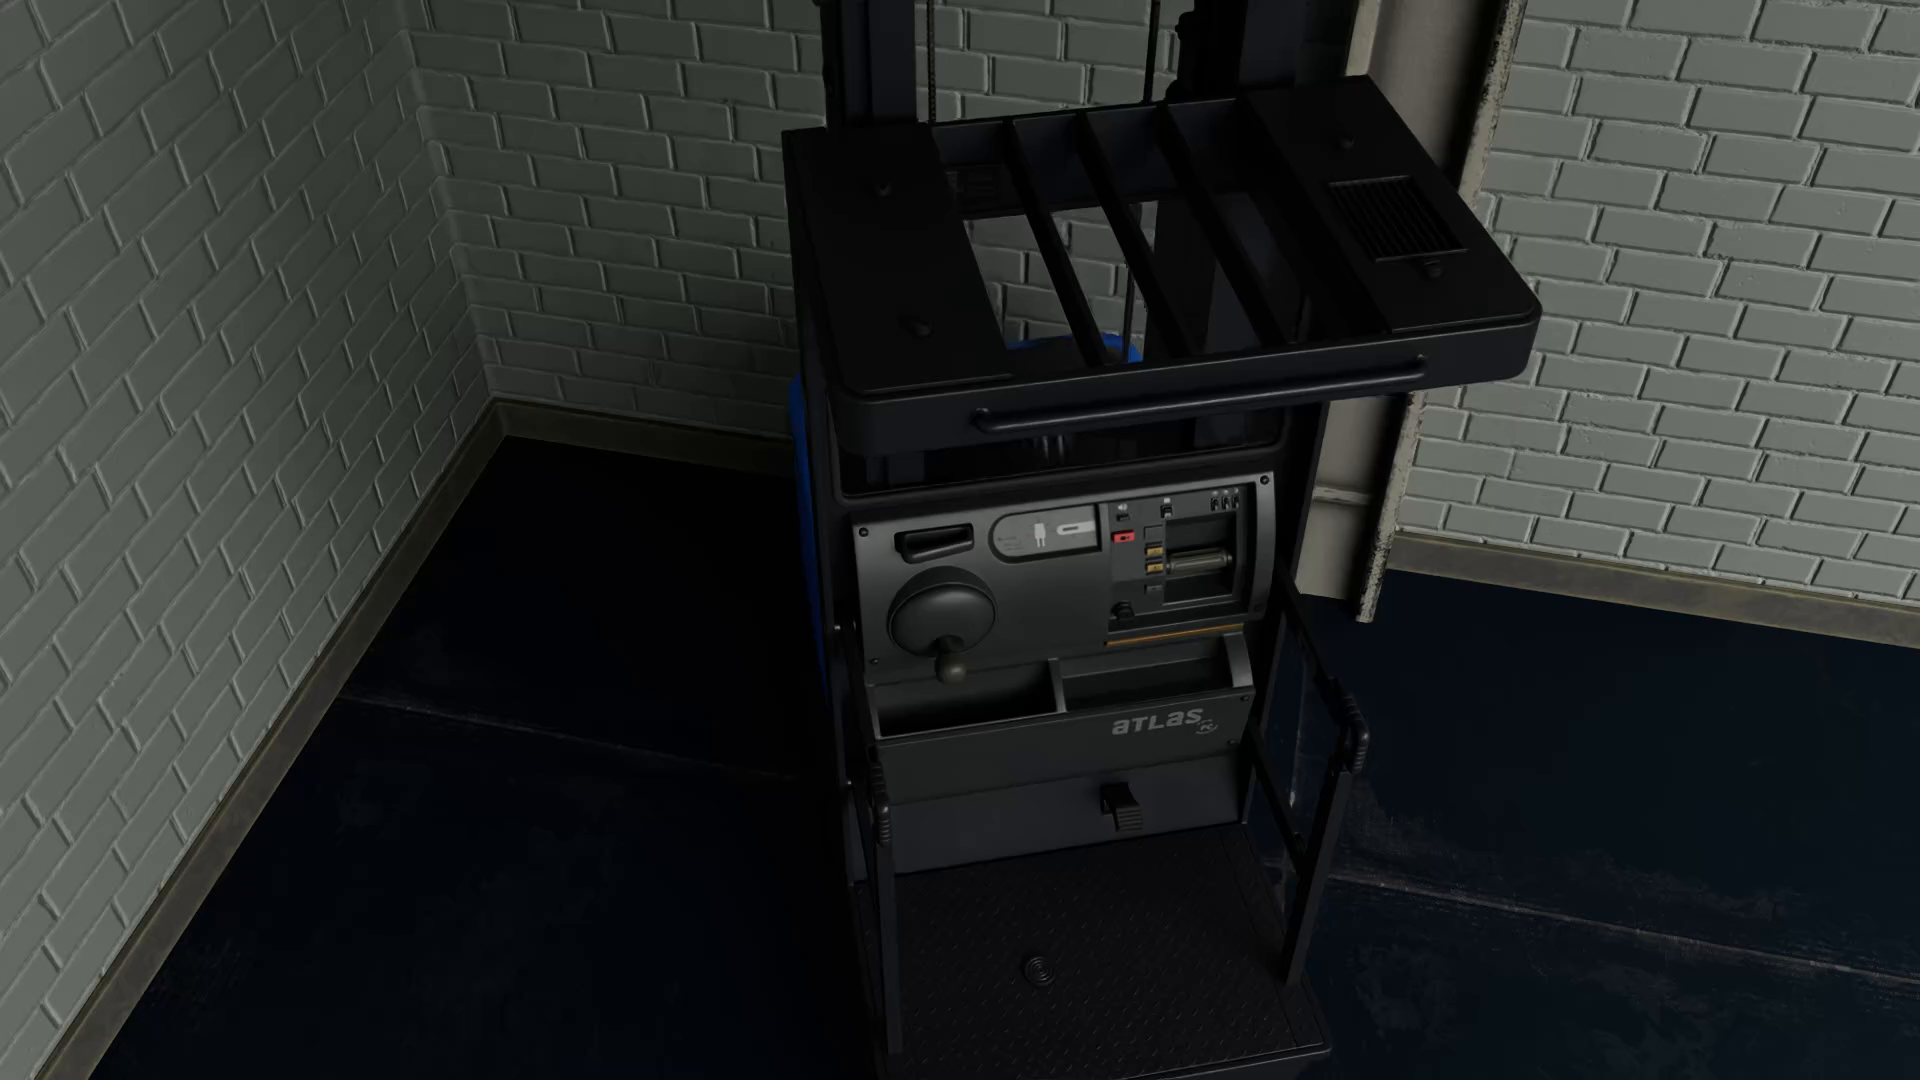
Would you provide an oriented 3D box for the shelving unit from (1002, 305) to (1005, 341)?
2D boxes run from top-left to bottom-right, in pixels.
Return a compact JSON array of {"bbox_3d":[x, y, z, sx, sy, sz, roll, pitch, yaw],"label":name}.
[{"bbox_3d":[0.034,-0.331,5.445,0.210,0.900,0.258,0,44,0],"label":"shelving unit"}]

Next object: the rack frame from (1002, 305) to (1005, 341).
[{"bbox_3d":[0.136,-0.331,5.445,0.006,0.900,0.240,0,44,0],"label":"rack frame"}]

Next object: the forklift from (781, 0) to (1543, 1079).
[{"bbox_3d":[0.276,0.164,3.466,1.130,2.935,3.031,-7,44,-8],"label":"forklift"}]
